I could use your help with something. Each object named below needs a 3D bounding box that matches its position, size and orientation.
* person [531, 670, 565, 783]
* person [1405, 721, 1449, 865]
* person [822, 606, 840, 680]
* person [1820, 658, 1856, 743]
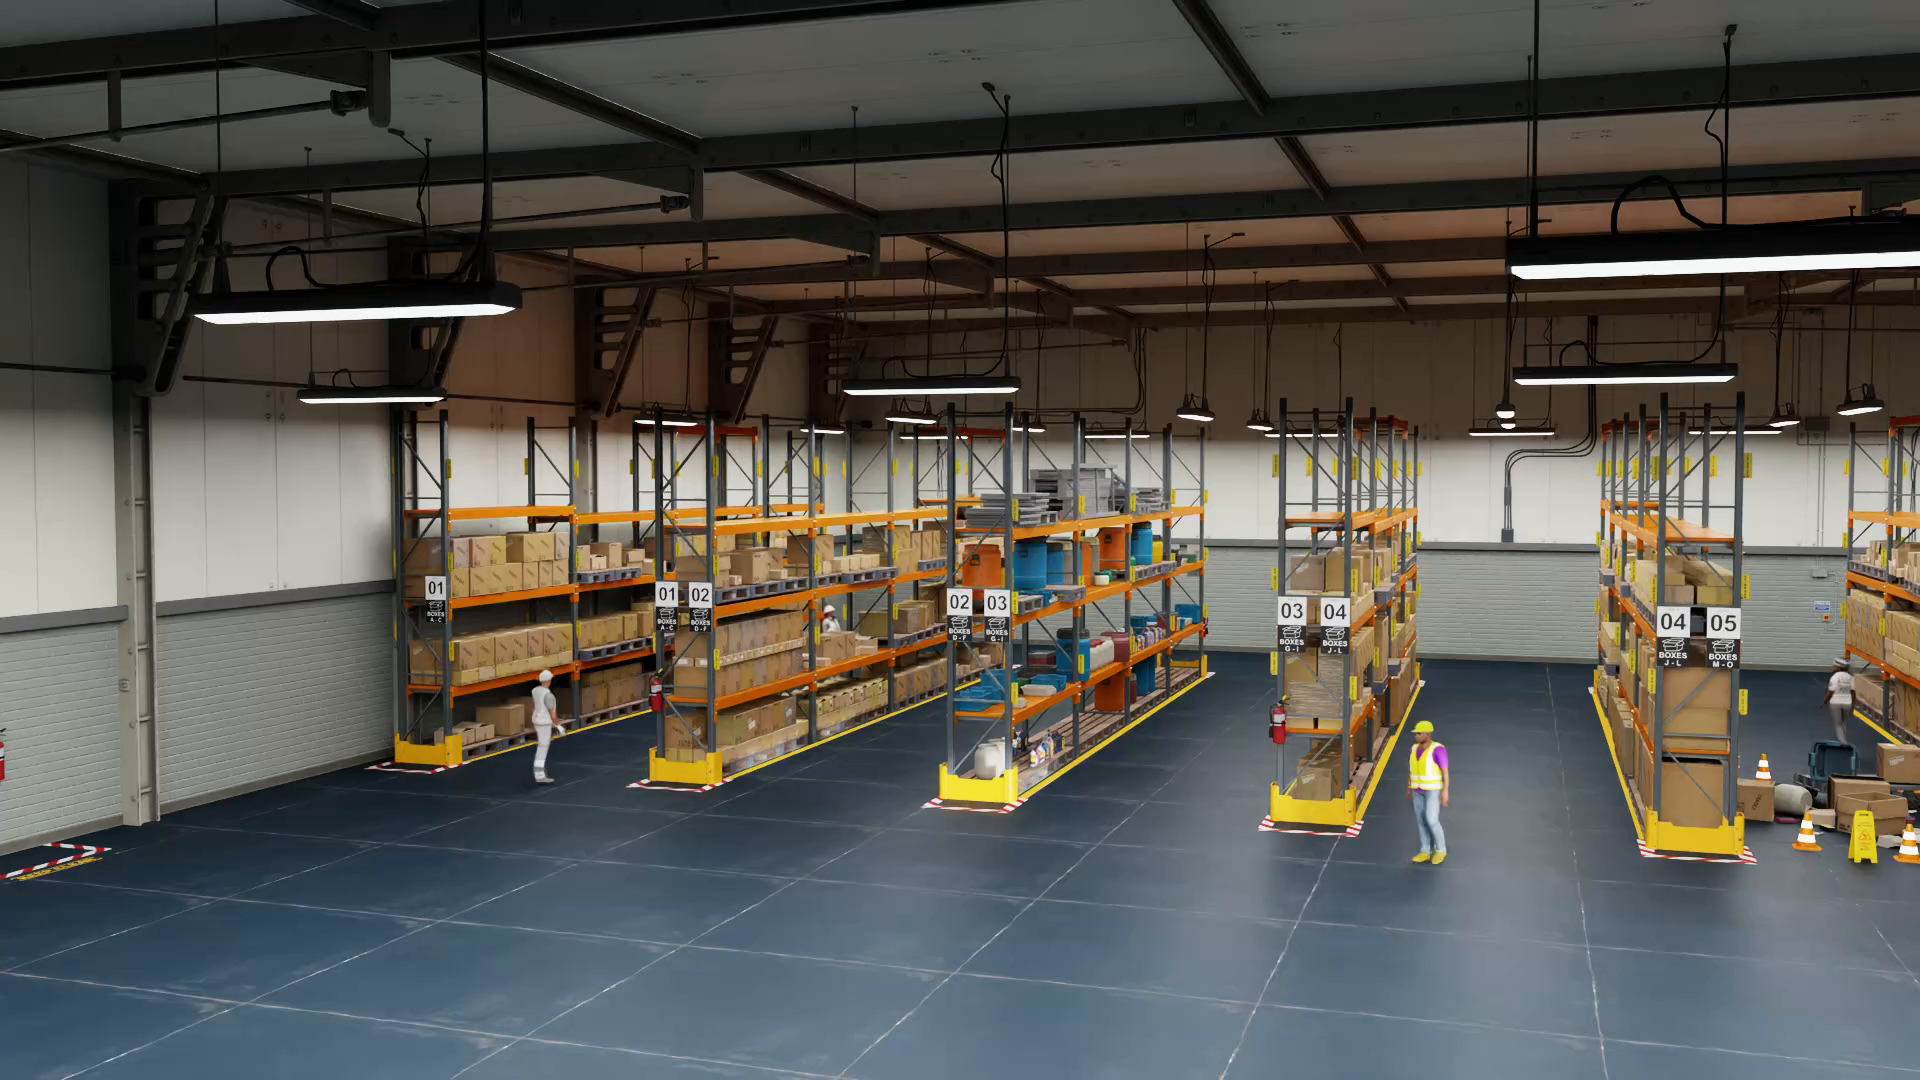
[{"bbox_3d":[-6.636,2.981,26.647,0.482,1.811,0.674,-1,3,-31],"label":"person"},{"bbox_3d":[5.927,3.210,21.212,0.409,1.792,0.610,-2,3,-35],"label":"person"},{"bbox_3d":[-3.011,2.449,39.389,0.455,1.795,0.608,2,3,42],"label":"person"},{"bbox_3d":[15.375,2.911,29.101,0.522,1.703,0.733,0,2,5],"label":"person"}]
